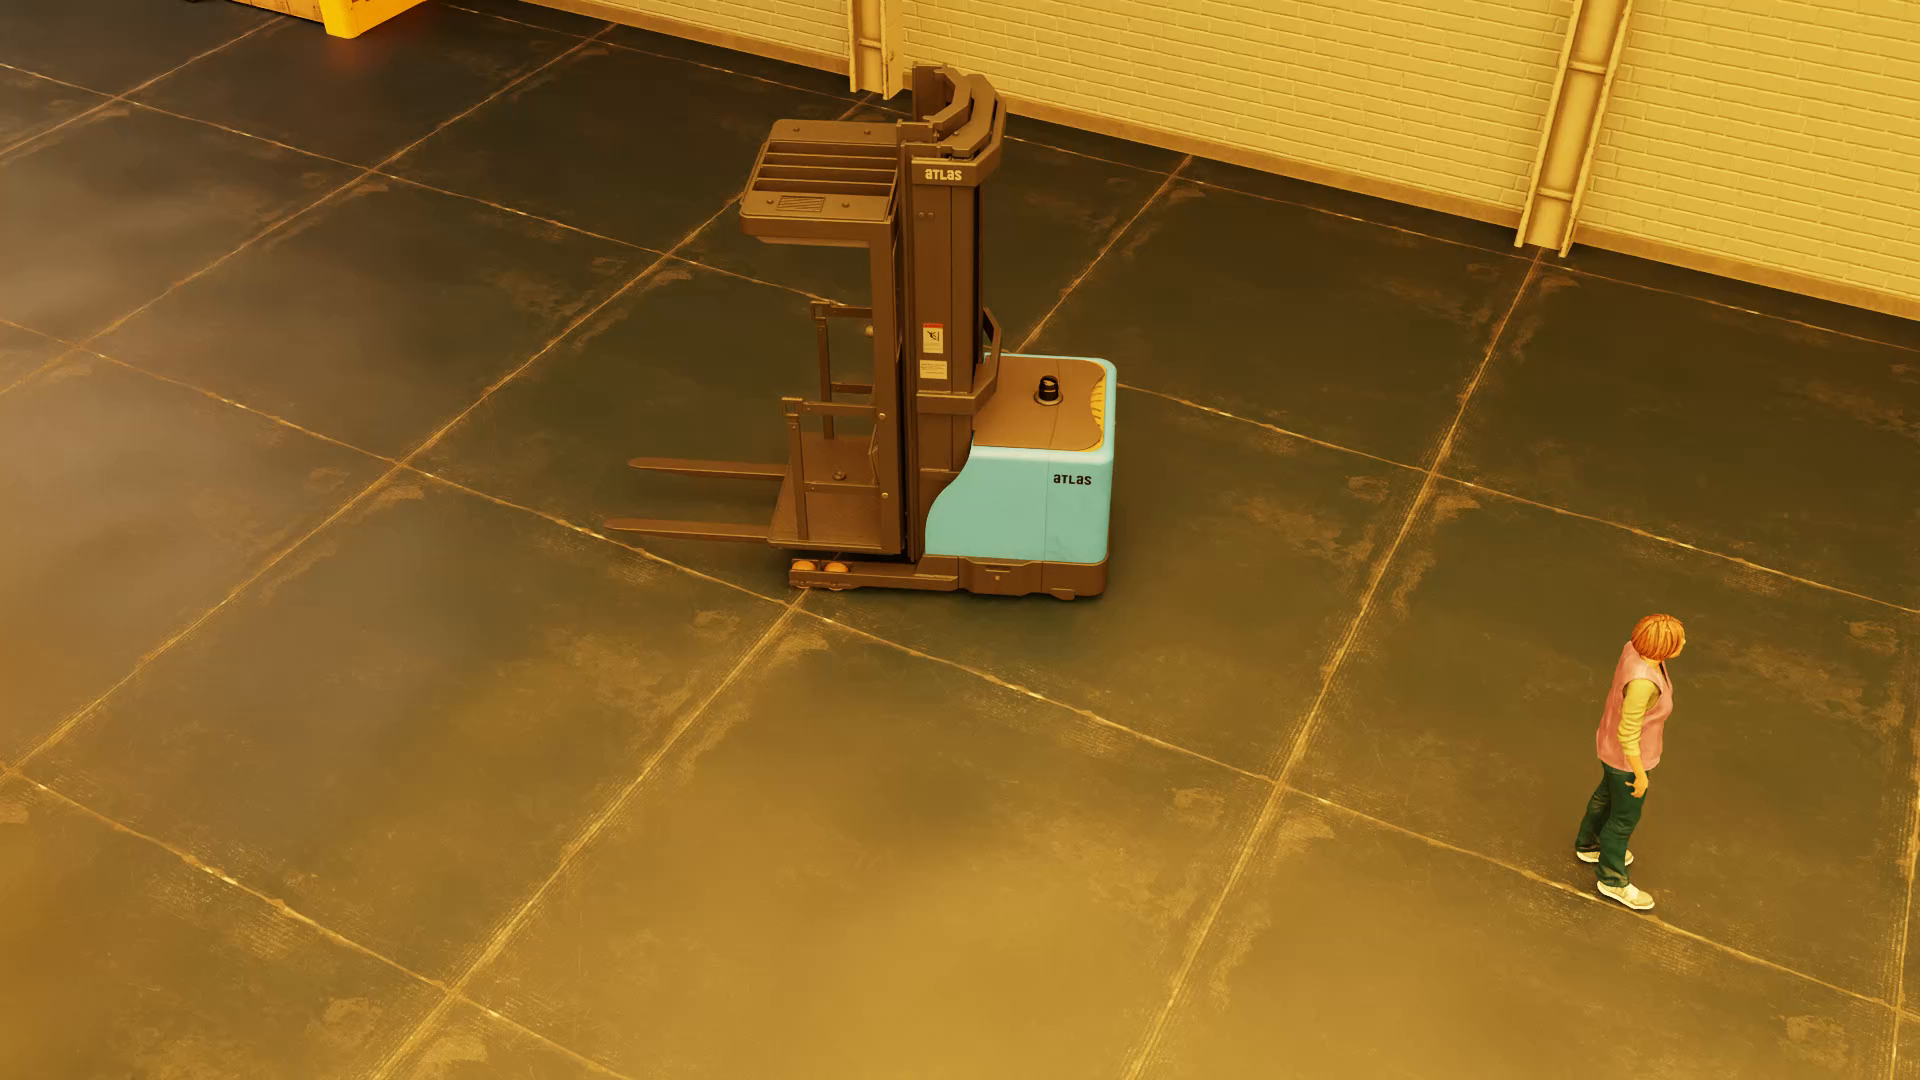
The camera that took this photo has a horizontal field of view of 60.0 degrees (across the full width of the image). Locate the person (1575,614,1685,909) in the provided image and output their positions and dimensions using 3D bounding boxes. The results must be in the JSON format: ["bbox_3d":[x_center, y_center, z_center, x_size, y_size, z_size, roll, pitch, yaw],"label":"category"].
[{"bbox_3d":[3.220,1.010,7.822,0.475,1.582,0.520,11,41,13],"label":"person"}]

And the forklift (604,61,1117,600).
[{"bbox_3d":[-0.606,-1.157,9.360,3.031,2.935,1.130,3,40,4],"label":"forklift"}]
